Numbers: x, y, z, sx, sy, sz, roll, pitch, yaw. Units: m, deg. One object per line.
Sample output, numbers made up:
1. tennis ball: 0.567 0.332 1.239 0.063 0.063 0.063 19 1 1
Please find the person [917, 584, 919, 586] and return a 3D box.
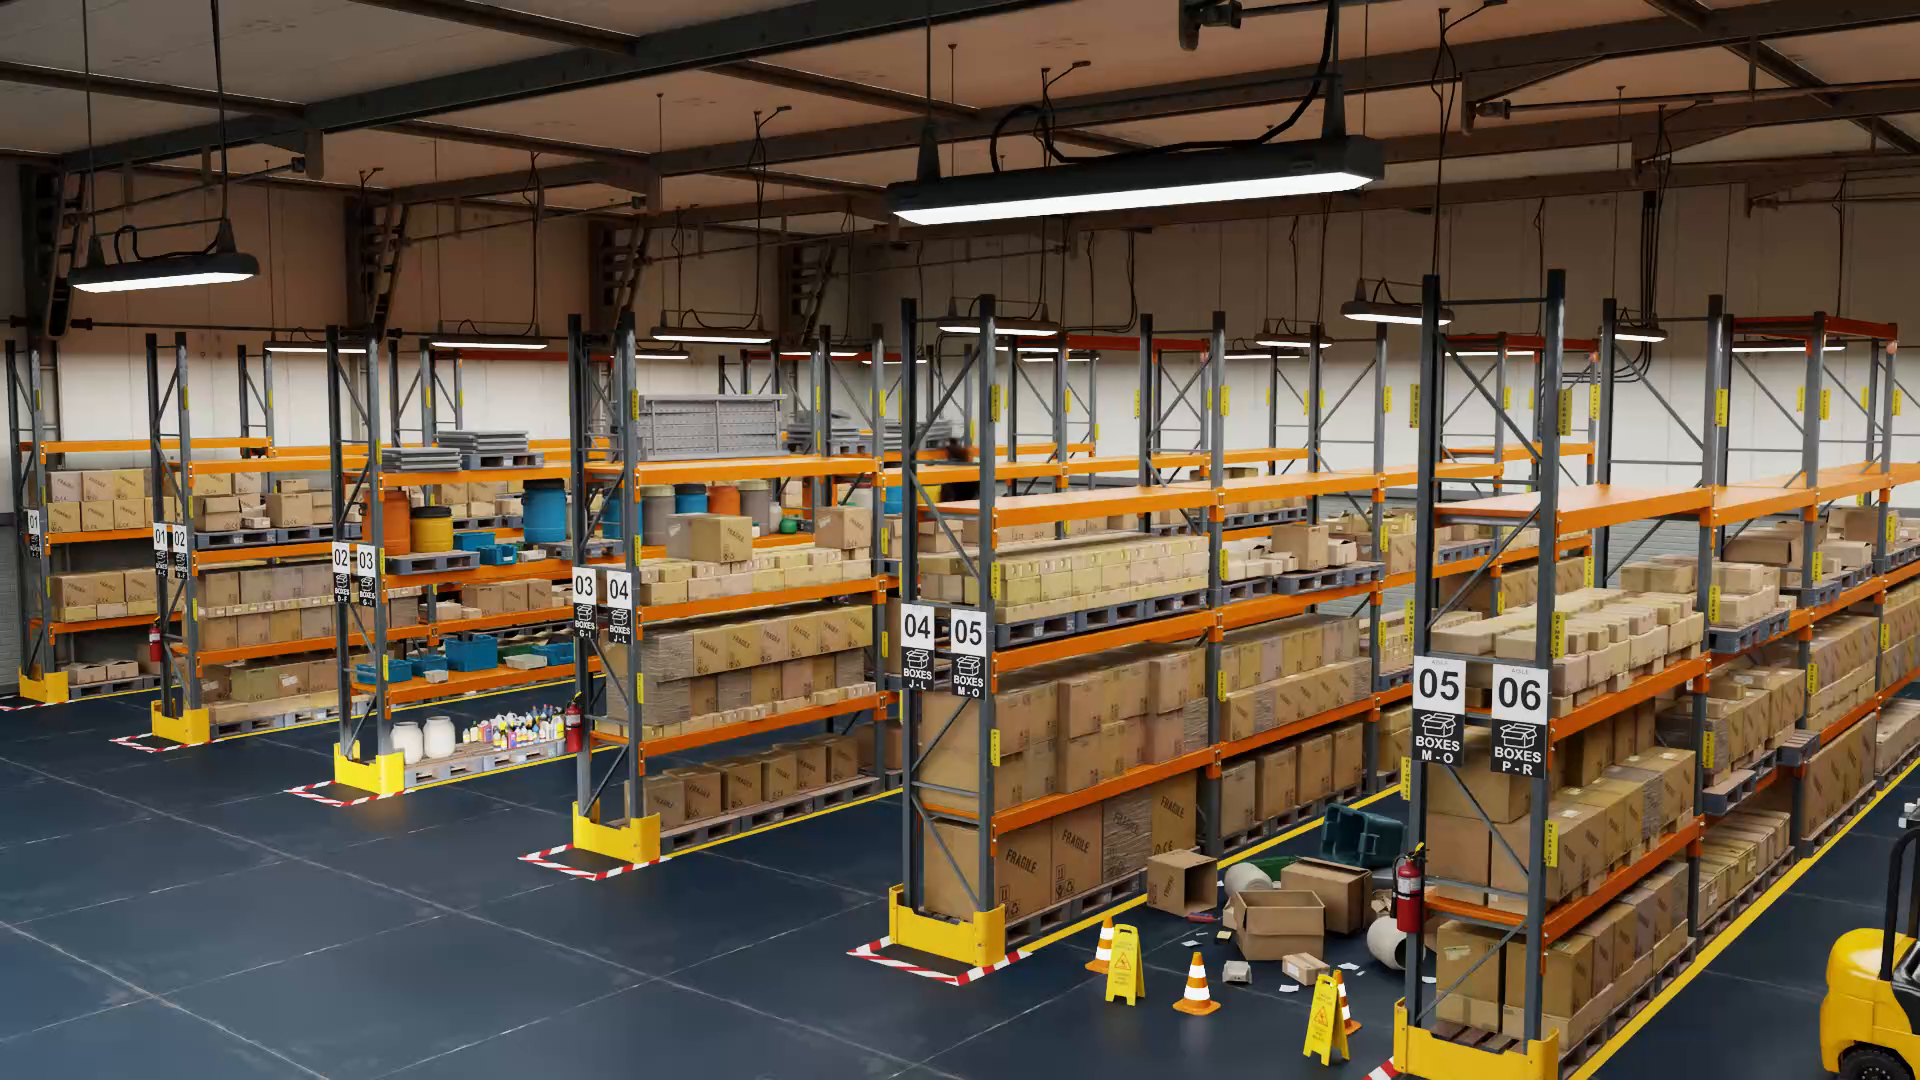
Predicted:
1. person: -1.007 1.154 34.787 0.741 1.812 0.891 4 7 40
